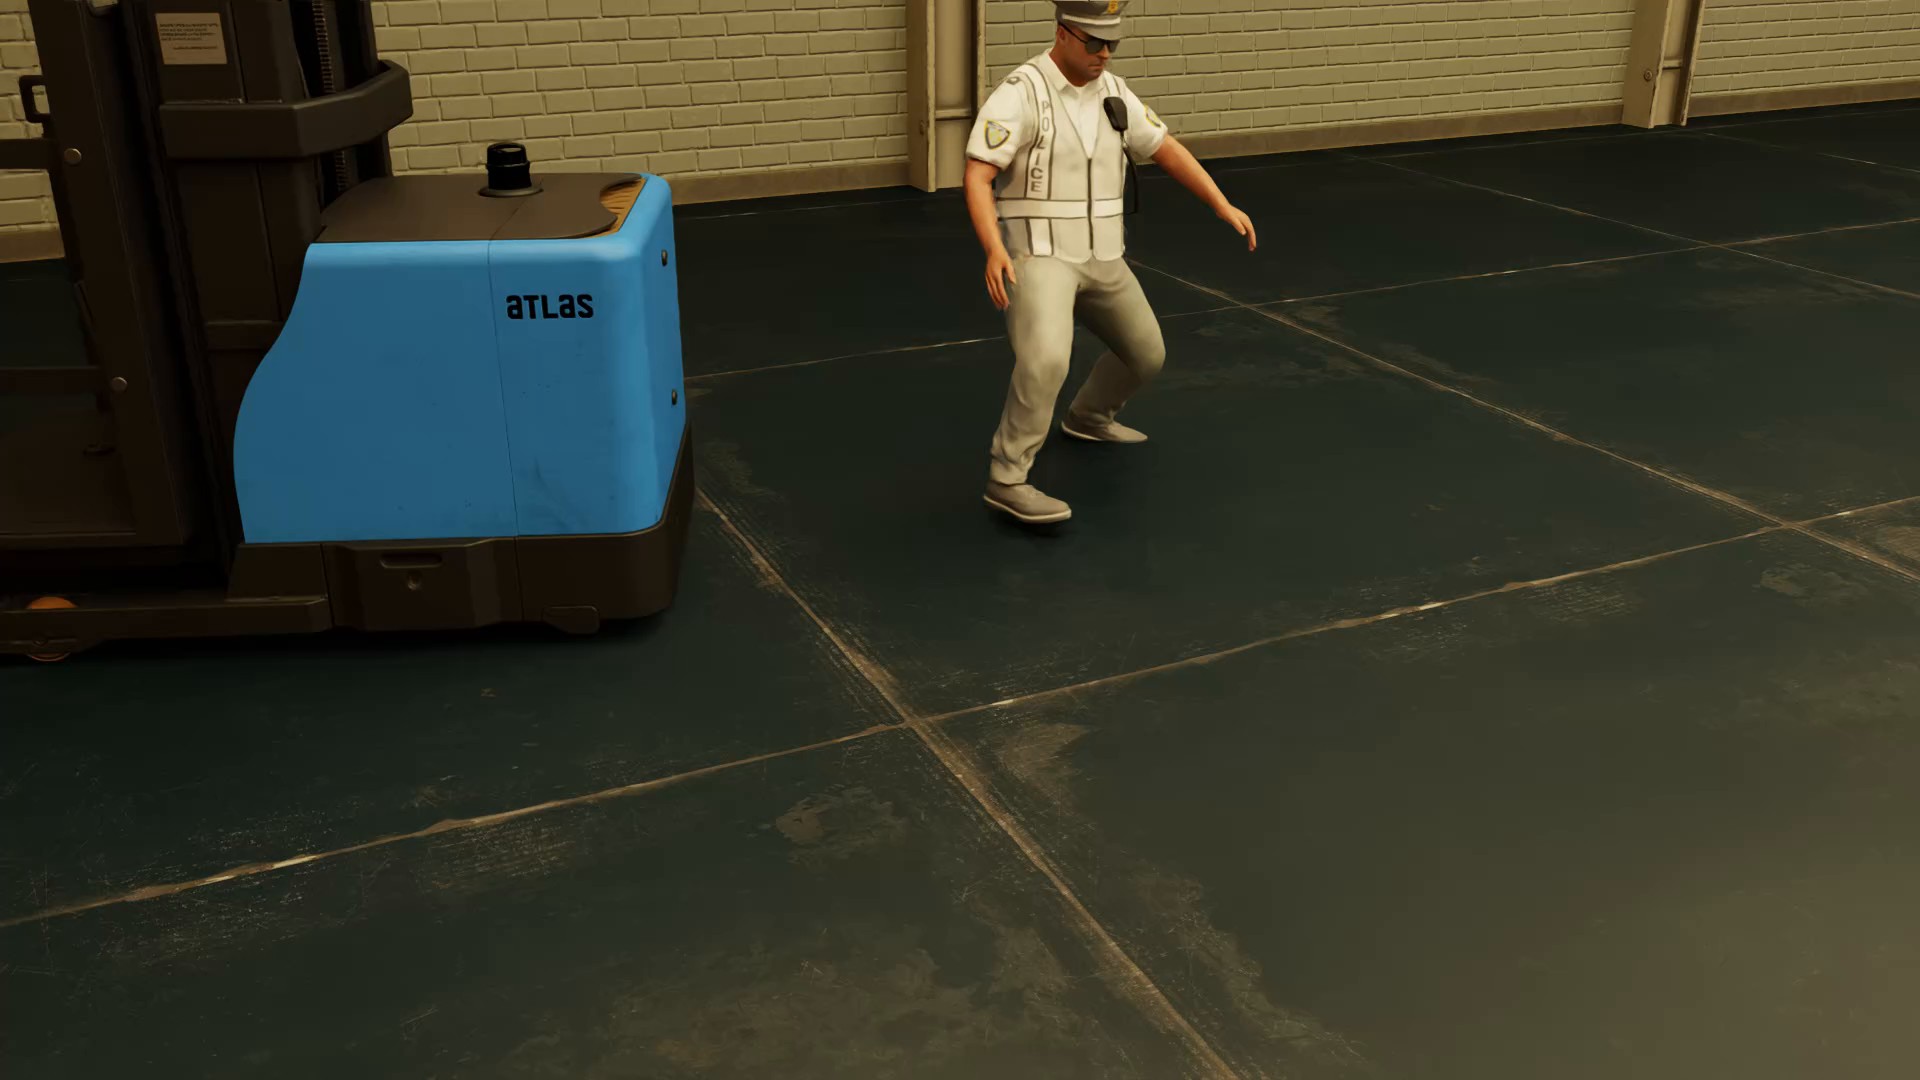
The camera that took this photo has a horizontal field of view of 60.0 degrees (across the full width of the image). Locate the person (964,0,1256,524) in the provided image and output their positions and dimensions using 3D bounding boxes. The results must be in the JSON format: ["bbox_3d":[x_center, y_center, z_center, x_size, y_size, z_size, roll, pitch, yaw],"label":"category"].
[{"bbox_3d":[0.420,-0.925,5.322,0.978,1.621,0.821,-13,26,-29],"label":"person"}]

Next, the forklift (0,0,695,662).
[{"bbox_3d":[-2.325,-1.240,4.272,3.031,2.935,1.130,-2,23,-4],"label":"forklift"}]
